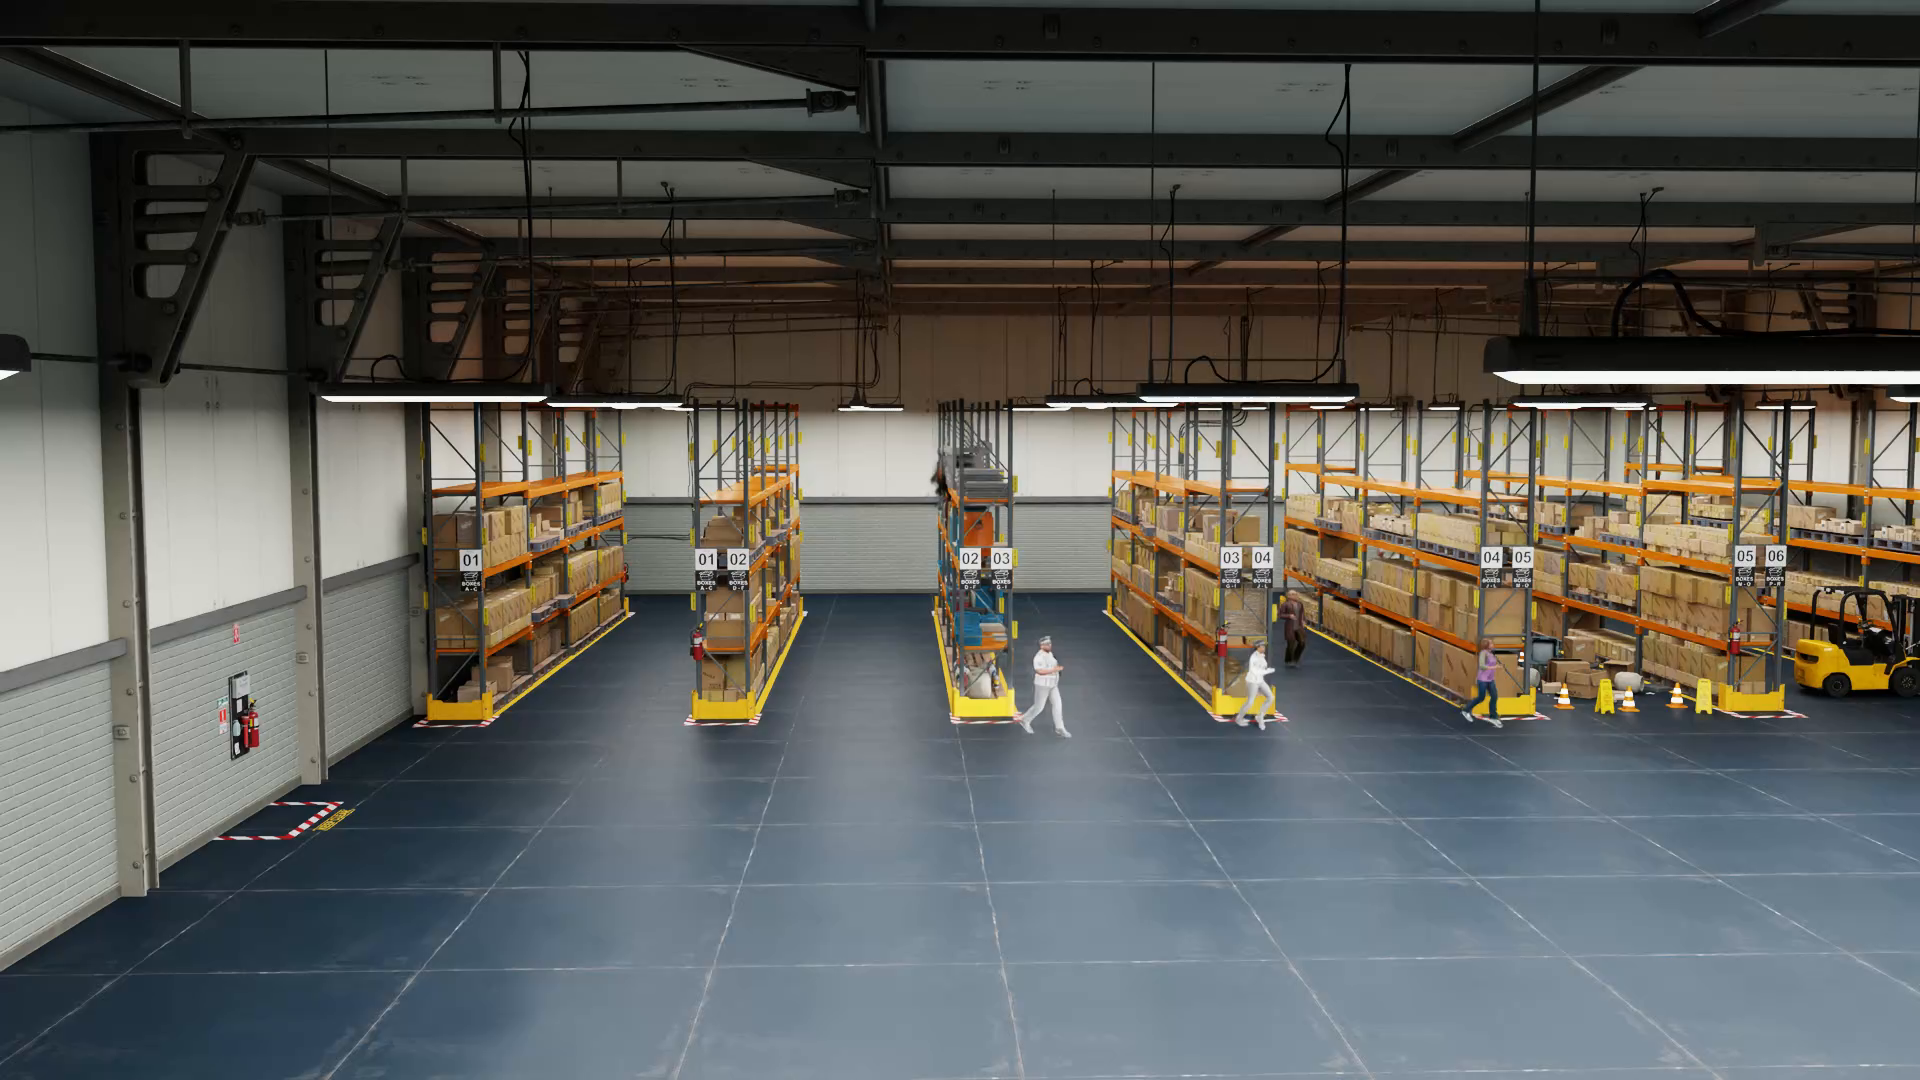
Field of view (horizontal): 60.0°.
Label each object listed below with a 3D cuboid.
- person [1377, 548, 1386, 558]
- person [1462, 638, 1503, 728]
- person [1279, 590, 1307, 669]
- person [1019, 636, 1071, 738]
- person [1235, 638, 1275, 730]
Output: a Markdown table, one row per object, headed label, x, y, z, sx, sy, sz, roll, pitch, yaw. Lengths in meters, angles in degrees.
| label | x | y | z | sx | sy | sz | roll | pitch | yaw |
| --- | --- | --- | --- | --- | --- | --- | --- | --- | --- |
| person | 12.589 | 1.094 | 49.662 | 0.713 | 1.723 | 0.707 | -2 | 5 | -21 |
| person | 9.608 | 2.600 | 30.521 | 0.771 | 1.631 | 0.575 | 4 | 6 | 40 |
| person | 7.514 | 2.013 | 37.340 | 0.692 | 1.788 | 0.711 | -1 | 4 | -13 |
| person | 1.519 | 2.577 | 29.456 | 0.968 | 1.785 | 0.657 | 3 | 5 | 34 |
| person | 5.349 | 2.595 | 30.107 | 0.792 | 1.683 | 0.641 | 3 | 5 | 34 |
